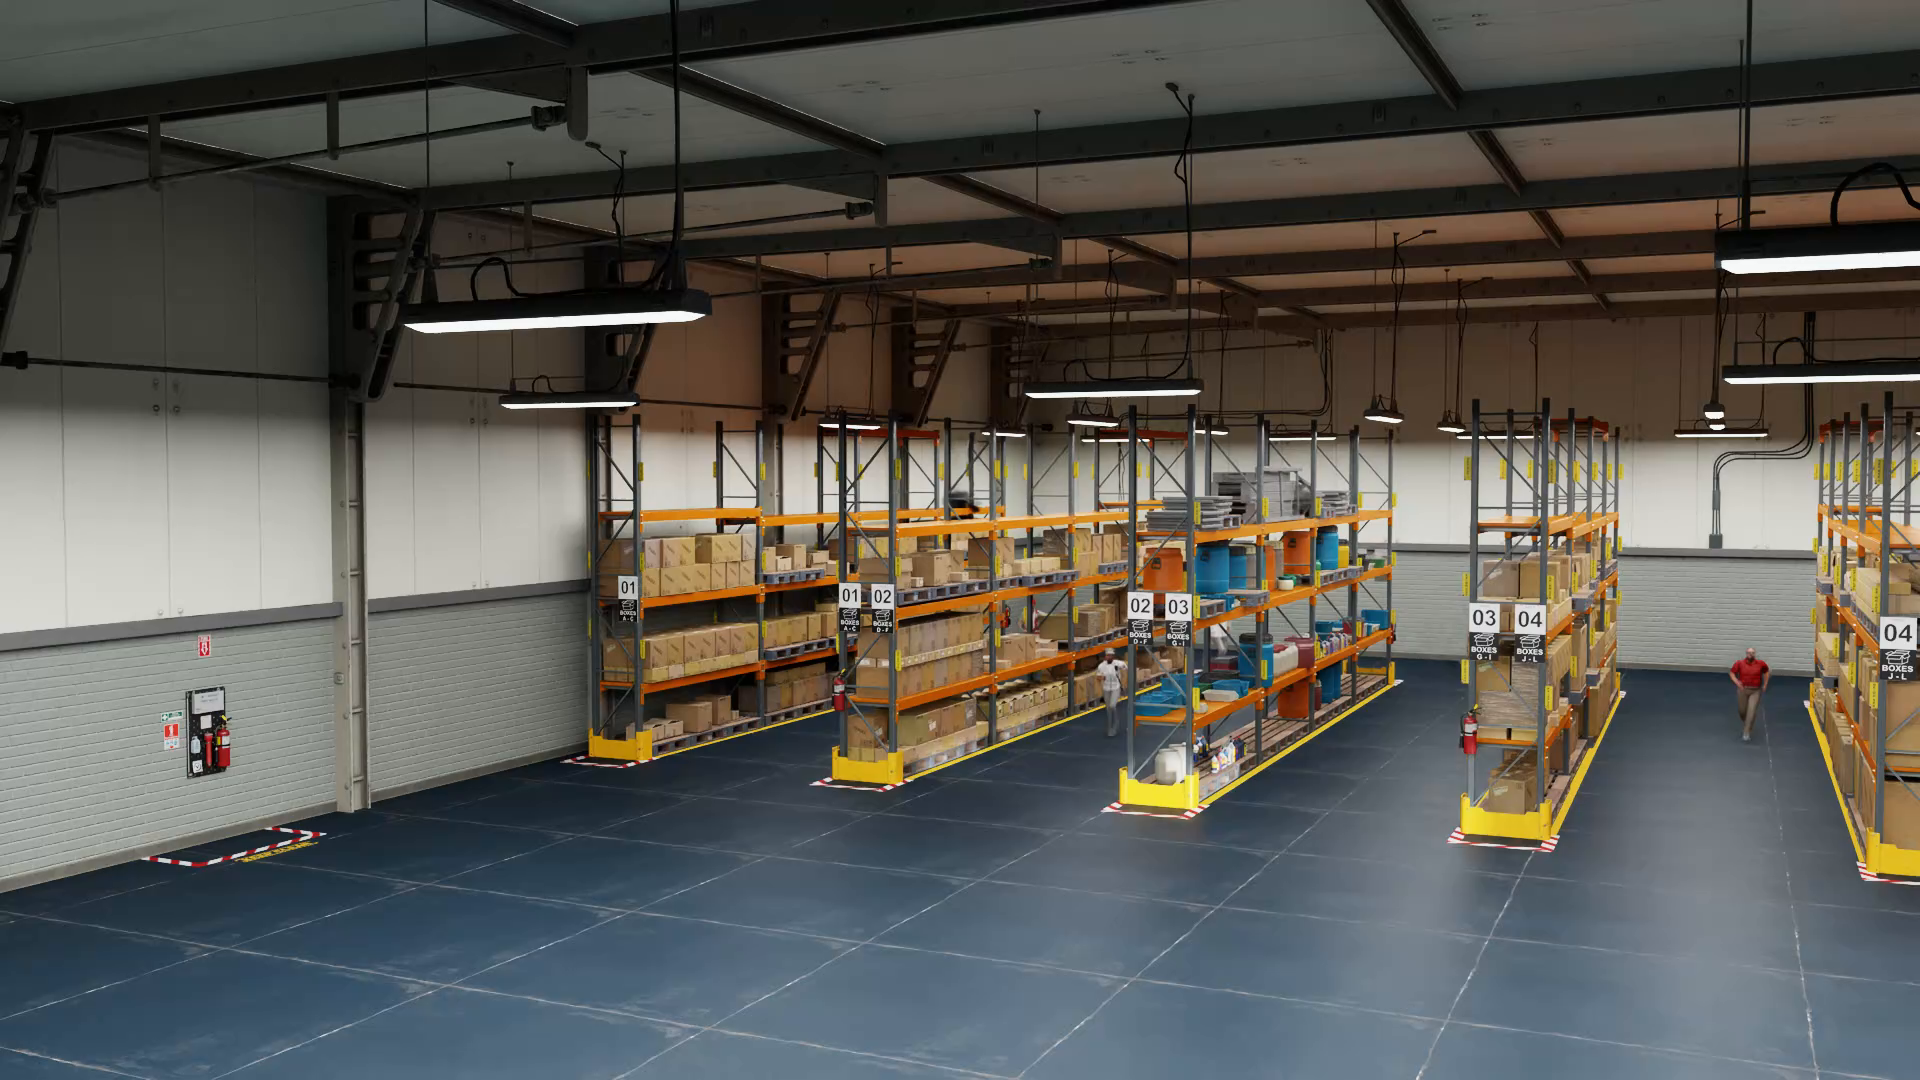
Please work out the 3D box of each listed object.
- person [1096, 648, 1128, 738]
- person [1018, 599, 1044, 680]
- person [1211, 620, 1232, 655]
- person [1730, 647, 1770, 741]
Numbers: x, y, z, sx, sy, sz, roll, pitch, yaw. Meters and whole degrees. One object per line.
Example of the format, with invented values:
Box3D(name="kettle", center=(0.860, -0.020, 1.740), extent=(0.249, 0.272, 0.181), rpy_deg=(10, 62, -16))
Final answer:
Box3D(name="person", center=(2.893, 2.872, 31.491), extent=(0.600, 1.705, 0.820), rpy_deg=(1, 2, 18))
Box3D(name="person", center=(1.650, 2.258, 38.131), extent=(0.686, 1.857, 0.782), rpy_deg=(1, 3, 29))
Box3D(name="person", center=(6.454, 2.427, 41.458), extent=(0.707, 1.815, 0.685), rpy_deg=(-1, 2, -17))
Box3D(name="person", center=(14.844, 2.876, 31.267), extent=(0.686, 1.723, 0.772), rpy_deg=(1, 3, 25))
